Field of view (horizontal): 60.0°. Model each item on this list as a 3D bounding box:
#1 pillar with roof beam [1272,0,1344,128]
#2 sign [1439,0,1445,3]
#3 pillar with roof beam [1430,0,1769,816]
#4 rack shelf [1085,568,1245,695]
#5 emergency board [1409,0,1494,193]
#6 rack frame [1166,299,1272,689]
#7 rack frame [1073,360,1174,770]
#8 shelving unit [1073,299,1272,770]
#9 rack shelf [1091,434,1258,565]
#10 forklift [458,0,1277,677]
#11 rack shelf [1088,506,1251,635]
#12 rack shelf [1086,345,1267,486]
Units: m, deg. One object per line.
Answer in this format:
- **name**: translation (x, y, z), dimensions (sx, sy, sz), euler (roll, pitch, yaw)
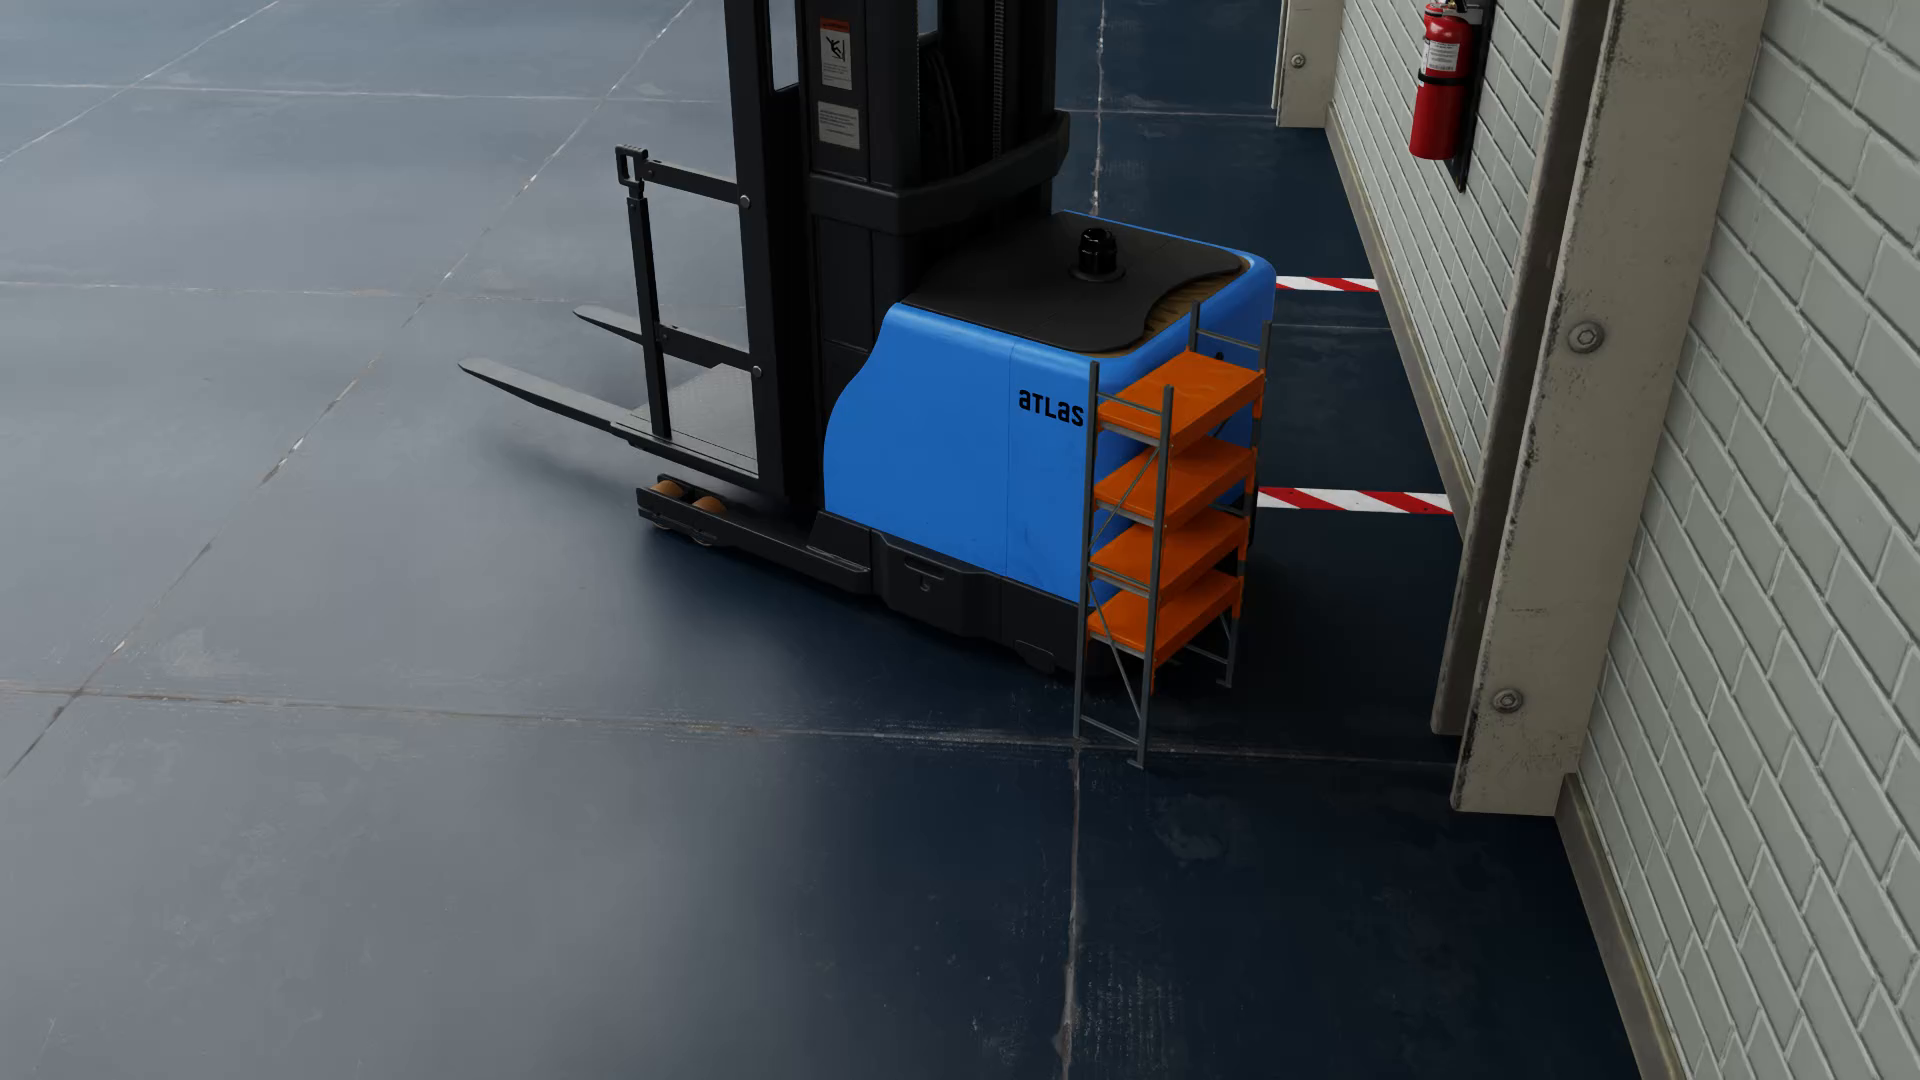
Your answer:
- **pillar with roof beam**: translation (-2.284, -6.509, 7.735), dimensions (9.100, 9.000, 0.400), euler (2, 32, 4)
- **sign**: translation (1.905, -2.225, 6.467), dimensions (0.001, 0.329, 0.234), euler (2, 32, 4)
- **pillar with roof beam**: translation (-2.772, -3.372, 2.644), dimensions (9.100, 9.000, 0.400), euler (2, 32, 4)
- **rack shelf**: translation (0.577, 0.224, 4.750), dimensions (0.258, 0.148, 0.480), euler (22, 38, 32)
- **emergency board**: translation (1.758, -1.925, 6.014), dimensions (0.194, 1.169, 0.643), euler (2, 32, 4)
- **rack frame**: translation (0.728, -0.103, 4.774), dimensions (0.240, 1.200, 0.015), euler (22, 38, 32)
- **rack frame**: translation (0.426, 0.098, 4.447), dimensions (0.240, 1.200, 0.015), euler (22, 38, 32)
- **shelving unit**: translation (0.577, -0.003, 4.611), dimensions (0.258, 1.200, 0.503), euler (22, 38, 32)
- **rack shelf**: translation (0.577, -0.136, 4.529), dimensions (0.258, 0.148, 0.480), euler (22, 38, 32)
- **forklift**: translation (-0.512, -1.434, 5.283), dimensions (3.031, 2.935, 1.130), euler (20, 37, 29)
- **rack shelf**: translation (0.577, 0.055, 4.646), dimensions (0.258, 0.148, 0.480), euler (22, 38, 32)
- **rack shelf**: translation (0.577, -0.337, 4.404), dimensions (0.258, 0.148, 0.480), euler (22, 38, 32)
